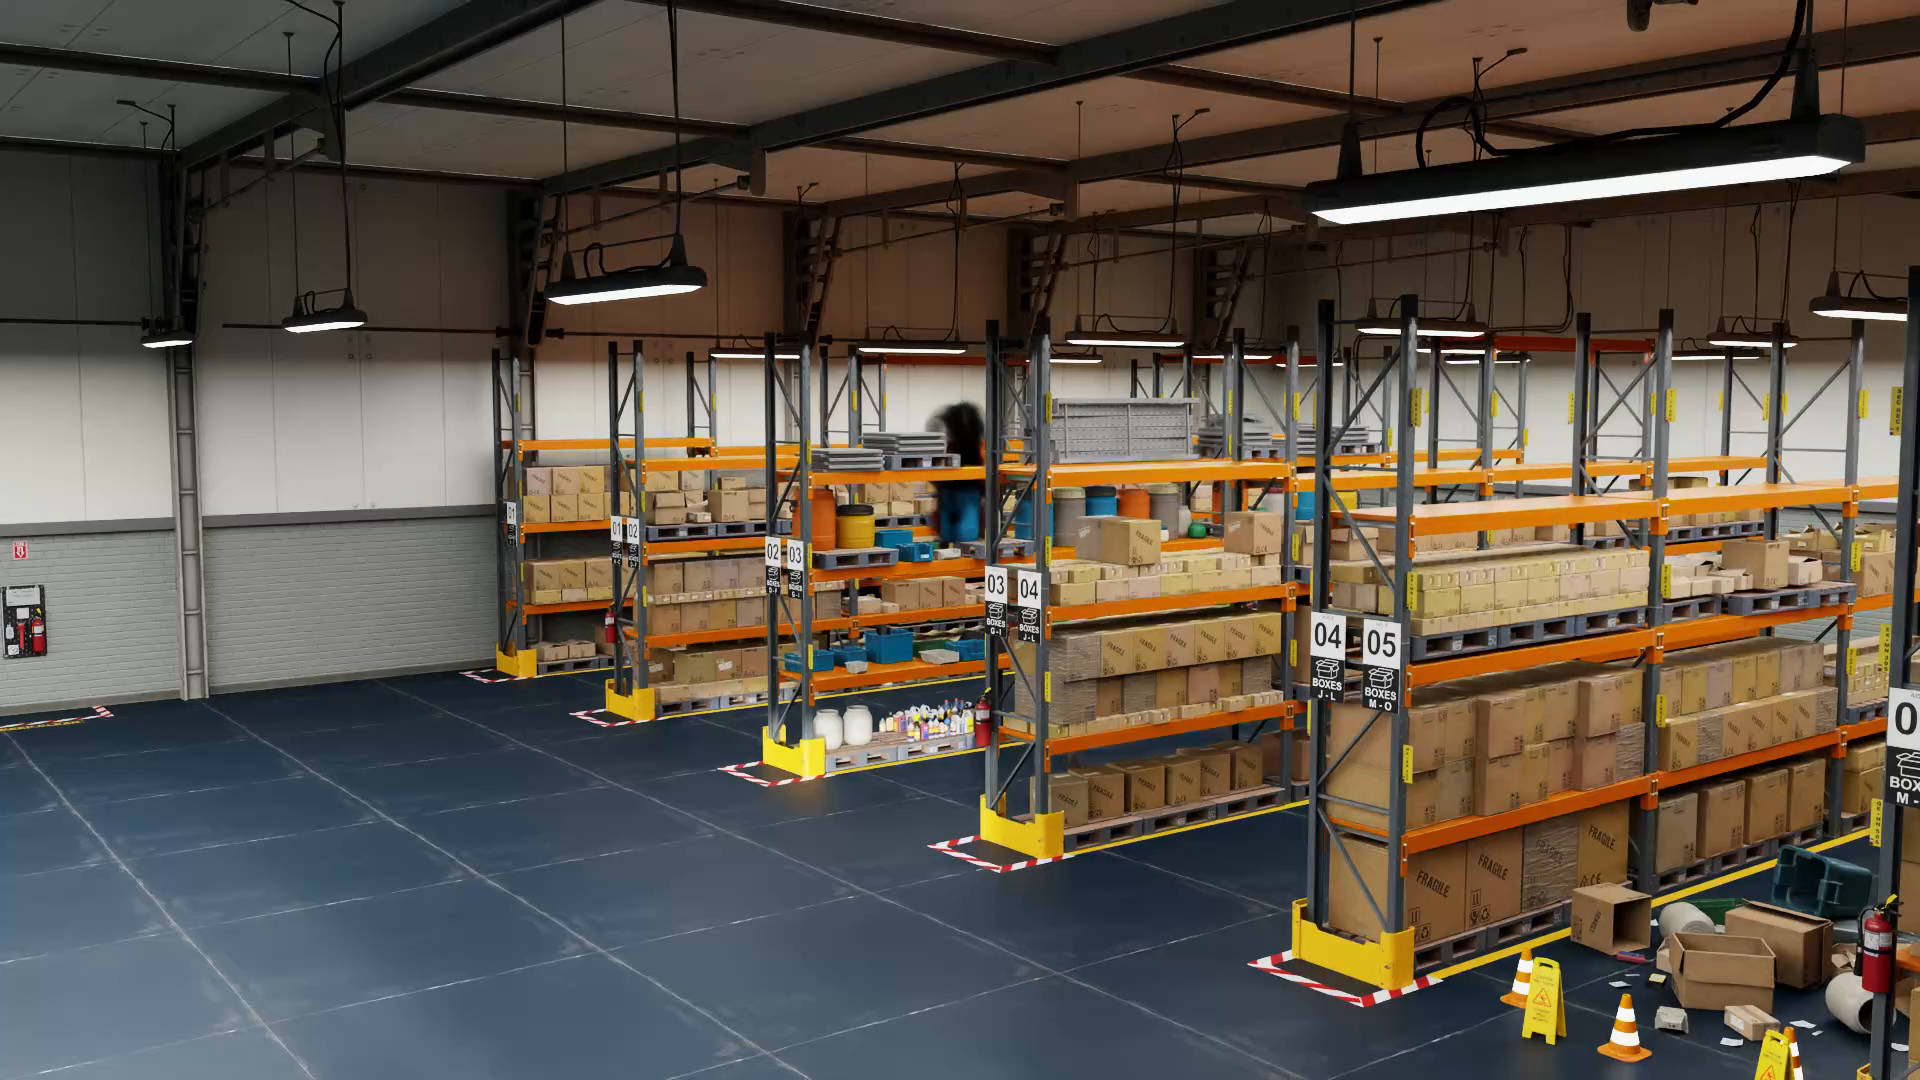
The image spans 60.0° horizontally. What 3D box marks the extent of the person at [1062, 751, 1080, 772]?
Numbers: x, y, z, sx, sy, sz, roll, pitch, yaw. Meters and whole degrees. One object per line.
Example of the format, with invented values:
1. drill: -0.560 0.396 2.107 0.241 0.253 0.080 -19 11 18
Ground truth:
1. person: 1.376 2.484 21.352 0.606 1.663 0.634 2 5 19
